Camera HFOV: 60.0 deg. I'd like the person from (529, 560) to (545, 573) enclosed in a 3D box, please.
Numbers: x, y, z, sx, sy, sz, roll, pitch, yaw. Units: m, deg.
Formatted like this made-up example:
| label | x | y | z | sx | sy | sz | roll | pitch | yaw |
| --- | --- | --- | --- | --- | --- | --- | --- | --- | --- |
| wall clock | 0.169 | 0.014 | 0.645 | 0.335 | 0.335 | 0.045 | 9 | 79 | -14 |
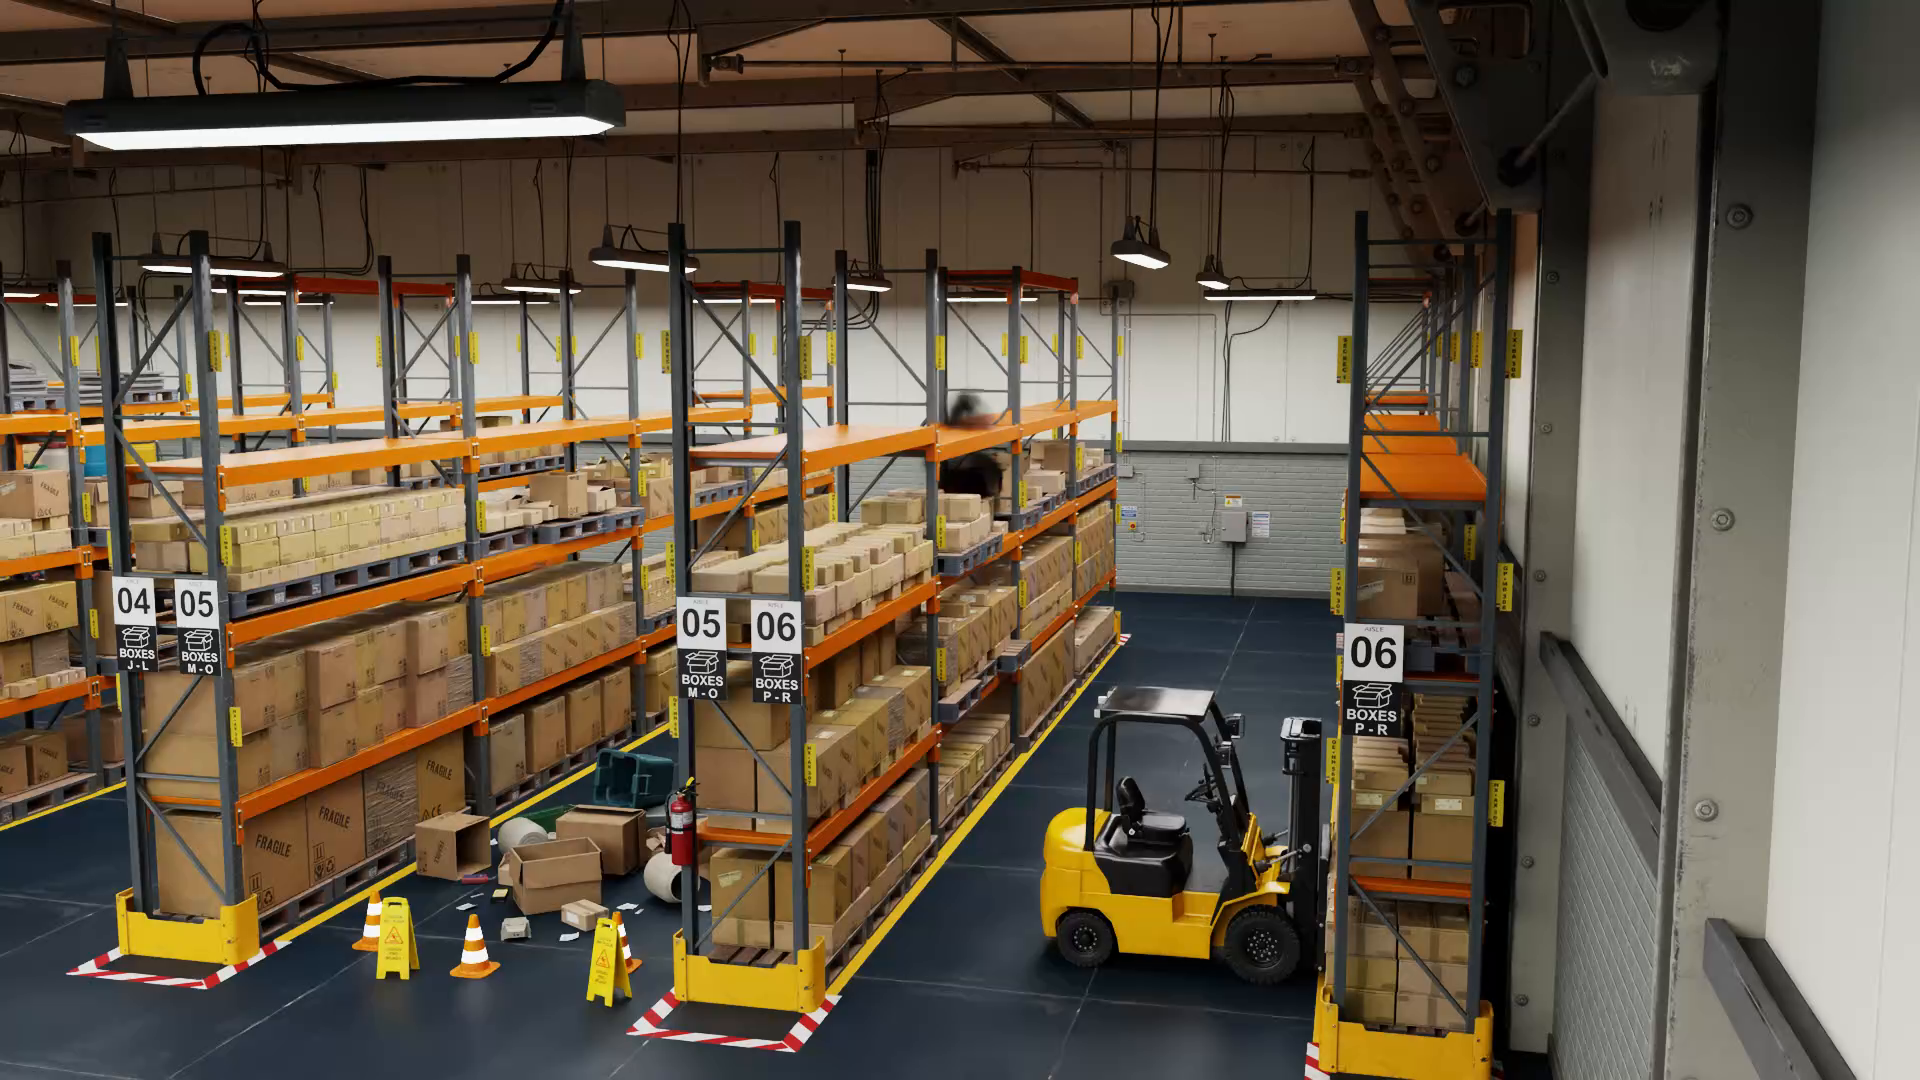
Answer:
| label | x | y | z | sx | sy | sz | roll | pitch | yaw |
| --- | --- | --- | --- | --- | --- | --- | --- | --- | --- |
| person | -6.651 | 1.105 | 26.261 | 0.656 | 1.738 | 0.592 | 0 | 7 | 3 |
